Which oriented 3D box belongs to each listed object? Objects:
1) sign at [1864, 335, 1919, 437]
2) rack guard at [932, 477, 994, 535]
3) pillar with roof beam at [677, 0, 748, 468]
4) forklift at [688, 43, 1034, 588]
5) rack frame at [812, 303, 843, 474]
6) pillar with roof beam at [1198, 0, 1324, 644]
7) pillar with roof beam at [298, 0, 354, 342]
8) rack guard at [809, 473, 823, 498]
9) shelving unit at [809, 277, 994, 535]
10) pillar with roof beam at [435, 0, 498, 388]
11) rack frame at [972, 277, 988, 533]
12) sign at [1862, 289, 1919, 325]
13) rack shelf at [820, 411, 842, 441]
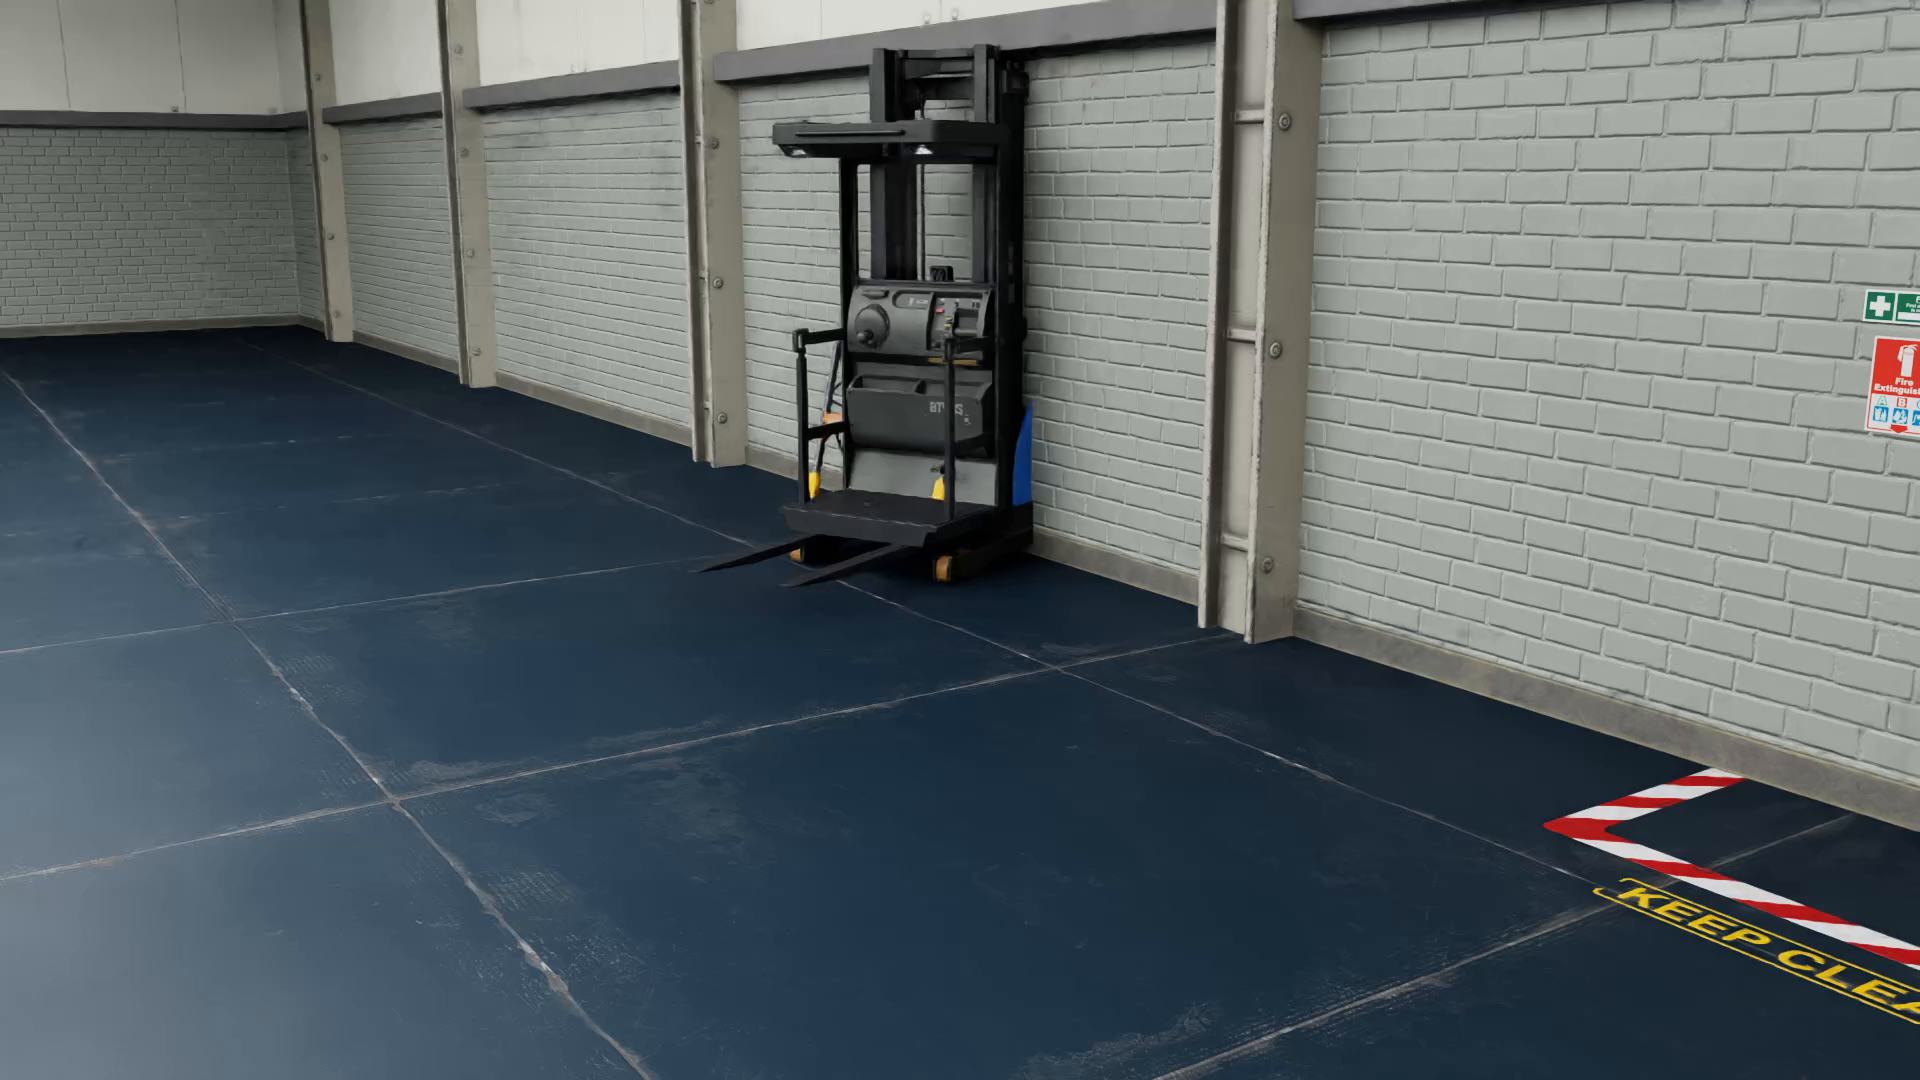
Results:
[{"bbox_3d":[3.196,-0.519,5.632,0.001,0.329,0.234,-8,15,-33],"label":"sign"},{"bbox_3d":[0.033,-0.224,10.017,0.087,0.250,0.587,0,-14,35],"label":"rack guard"},{"bbox_3d":[-5.478,-4.503,9.888,9.100,9.000,0.400,-8,15,-33],"label":"pillar with roof beam"},{"bbox_3d":[-0.348,-1.297,9.432,1.130,2.935,3.031,7,14,30],"label":"forklift"},{"bbox_3d":[-0.707,-0.835,10.725,0.032,1.500,0.500,0,-14,35],"label":"rack frame"},{"bbox_3d":[-2.154,-3.436,5.008,9.100,9.000,0.400,-8,15,-33],"label":"pillar with roof beam"},{"bbox_3d":[-12.127,-6.637,19.647,9.100,9.000,0.400,-8,15,-33],"label":"pillar with roof beam"},{"bbox_3d":[-0.780,-0.228,10.592,0.087,0.250,0.587,0,-14,35],"label":"rack guard"},{"bbox_3d":[-0.284,-0.833,10.427,1.083,1.500,0.587,0,-14,35],"label":"shelving unit"},{"bbox_3d":[-8.802,-5.570,14.767,9.100,9.000,0.400,-8,15,-33],"label":"pillar with roof beam"},{"bbox_3d":[0.123,-0.831,10.138,0.032,1.500,0.500,0,-14,35],"label":"rack frame"},{"bbox_3d":[3.192,-0.776,5.567,0.001,0.109,0.331,-8,15,-33],"label":"sign"},{"bbox_3d":[-0.317,-0.658,10.397,1.000,0.185,0.538,0,-14,35],"label":"rack shelf"}]
